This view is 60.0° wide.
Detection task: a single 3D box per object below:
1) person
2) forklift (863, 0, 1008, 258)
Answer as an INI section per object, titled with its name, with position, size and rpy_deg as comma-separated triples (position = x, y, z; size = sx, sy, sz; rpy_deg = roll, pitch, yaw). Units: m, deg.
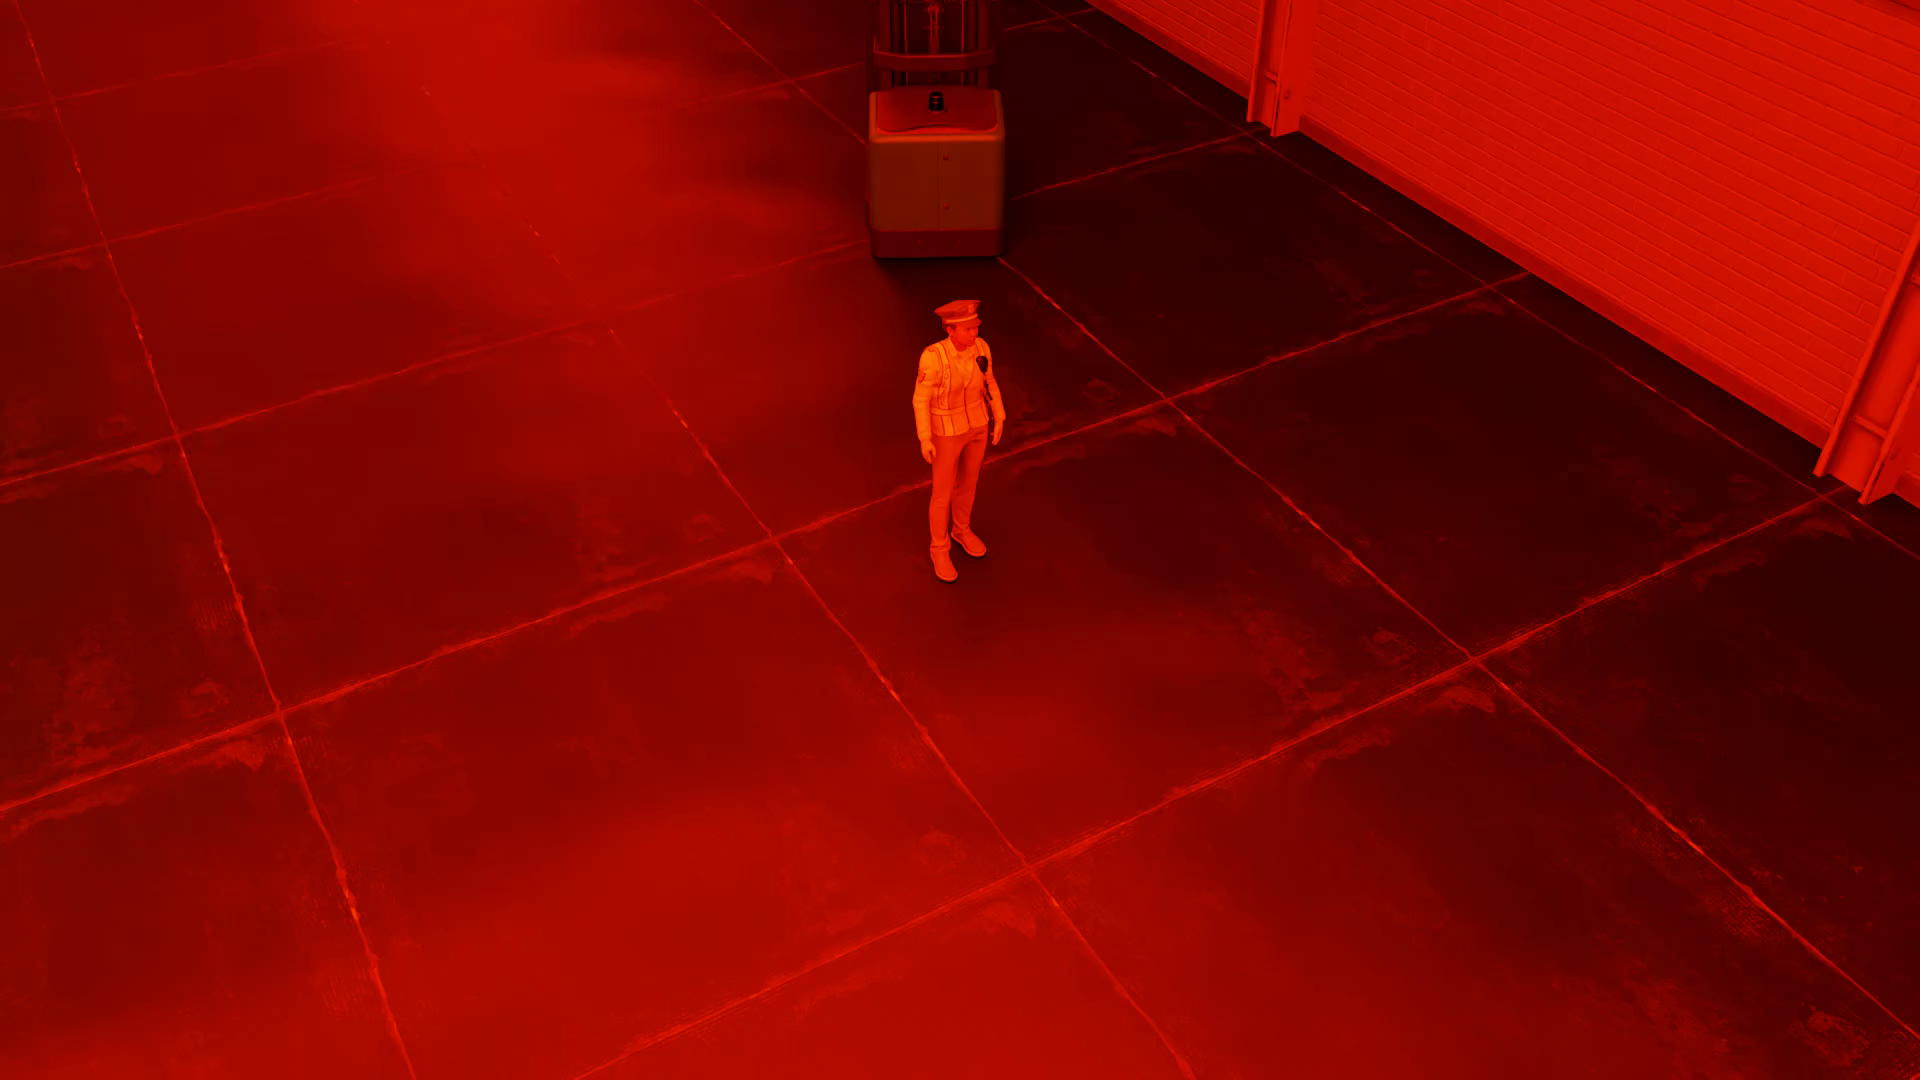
[person]
position = 0.029, -0.618, 9.738
size = 0.587, 1.695, 0.531
rpy_deg = -20, 44, -23
[forklift]
position = -0.219, -4.225, 13.131
size = 1.130, 2.935, 3.031
rpy_deg = -1, 40, -2
